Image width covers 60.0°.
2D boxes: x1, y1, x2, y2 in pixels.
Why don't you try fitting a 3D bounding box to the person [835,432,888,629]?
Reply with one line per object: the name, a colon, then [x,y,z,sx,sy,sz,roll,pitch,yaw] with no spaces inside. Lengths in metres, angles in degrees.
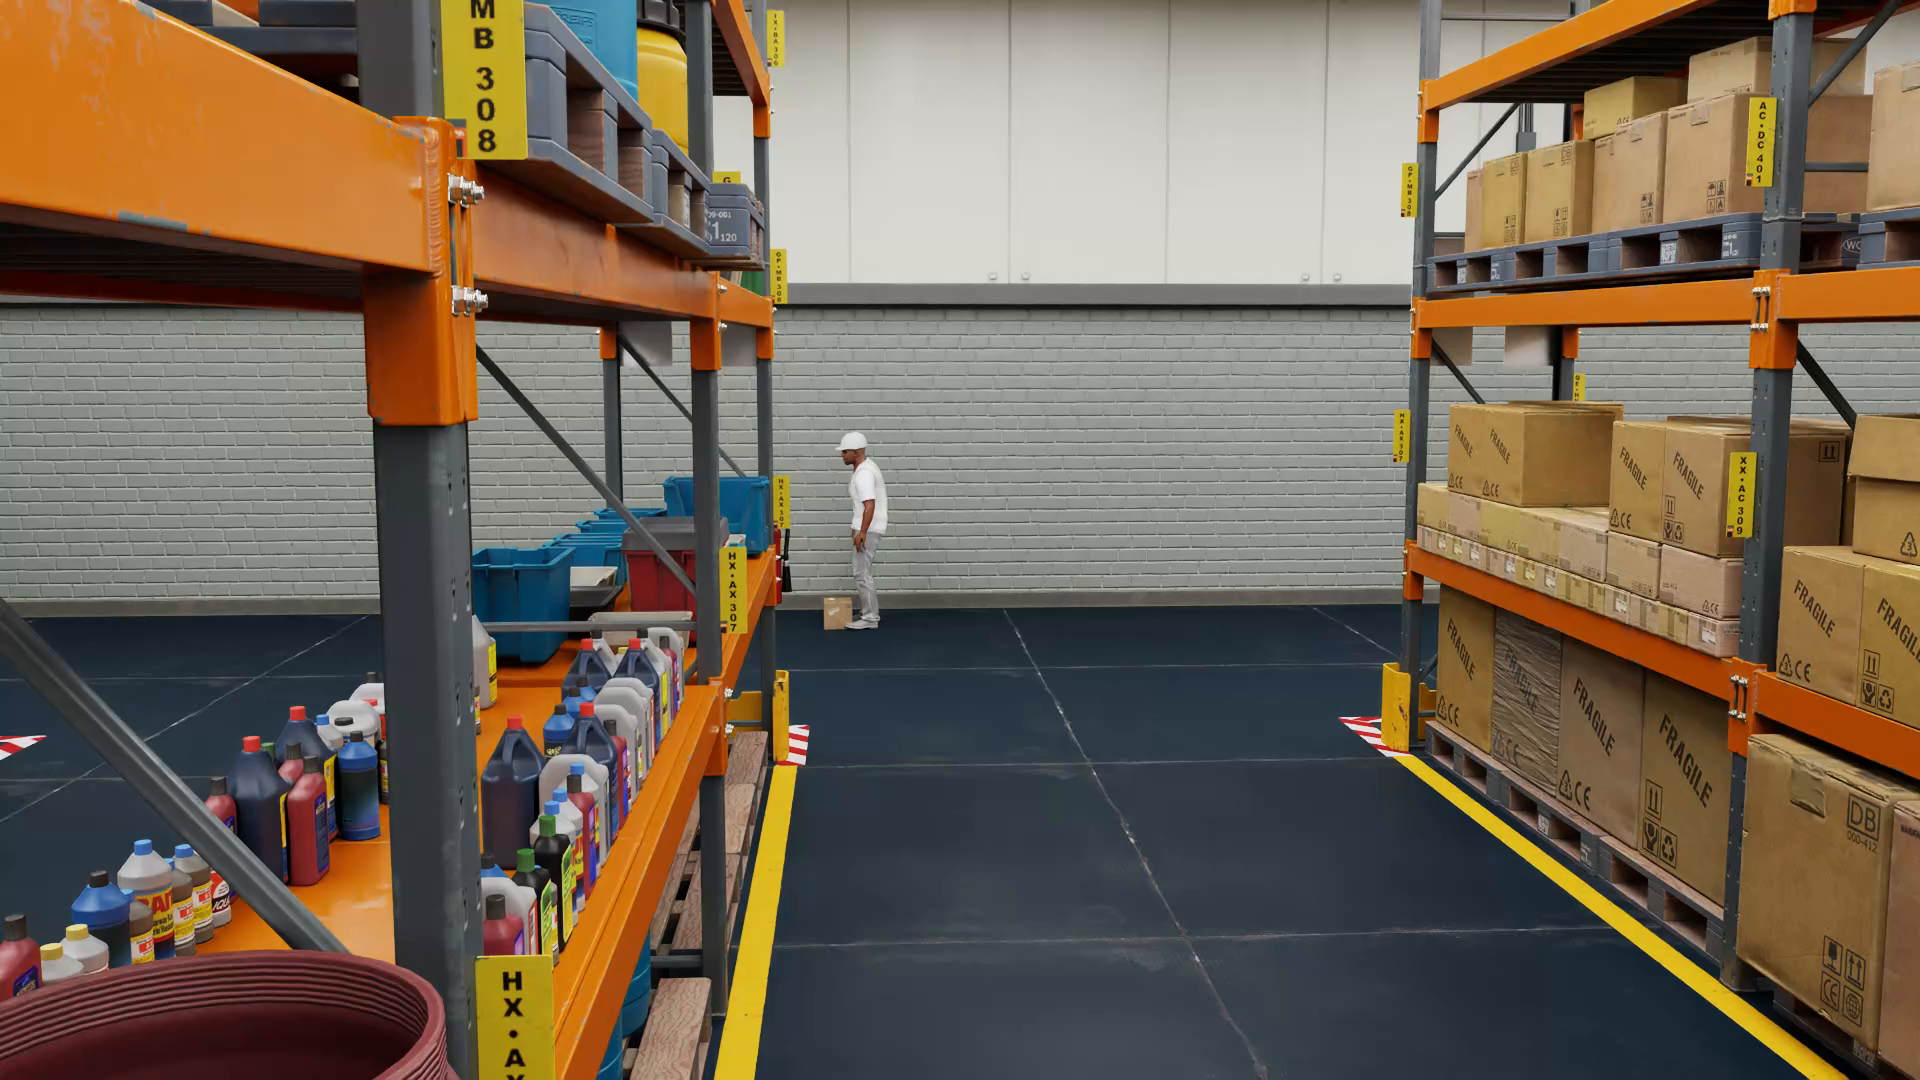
person: [-0.881,-0.090,14.917,0.463,1.760,0.632,-1,7,-5]
